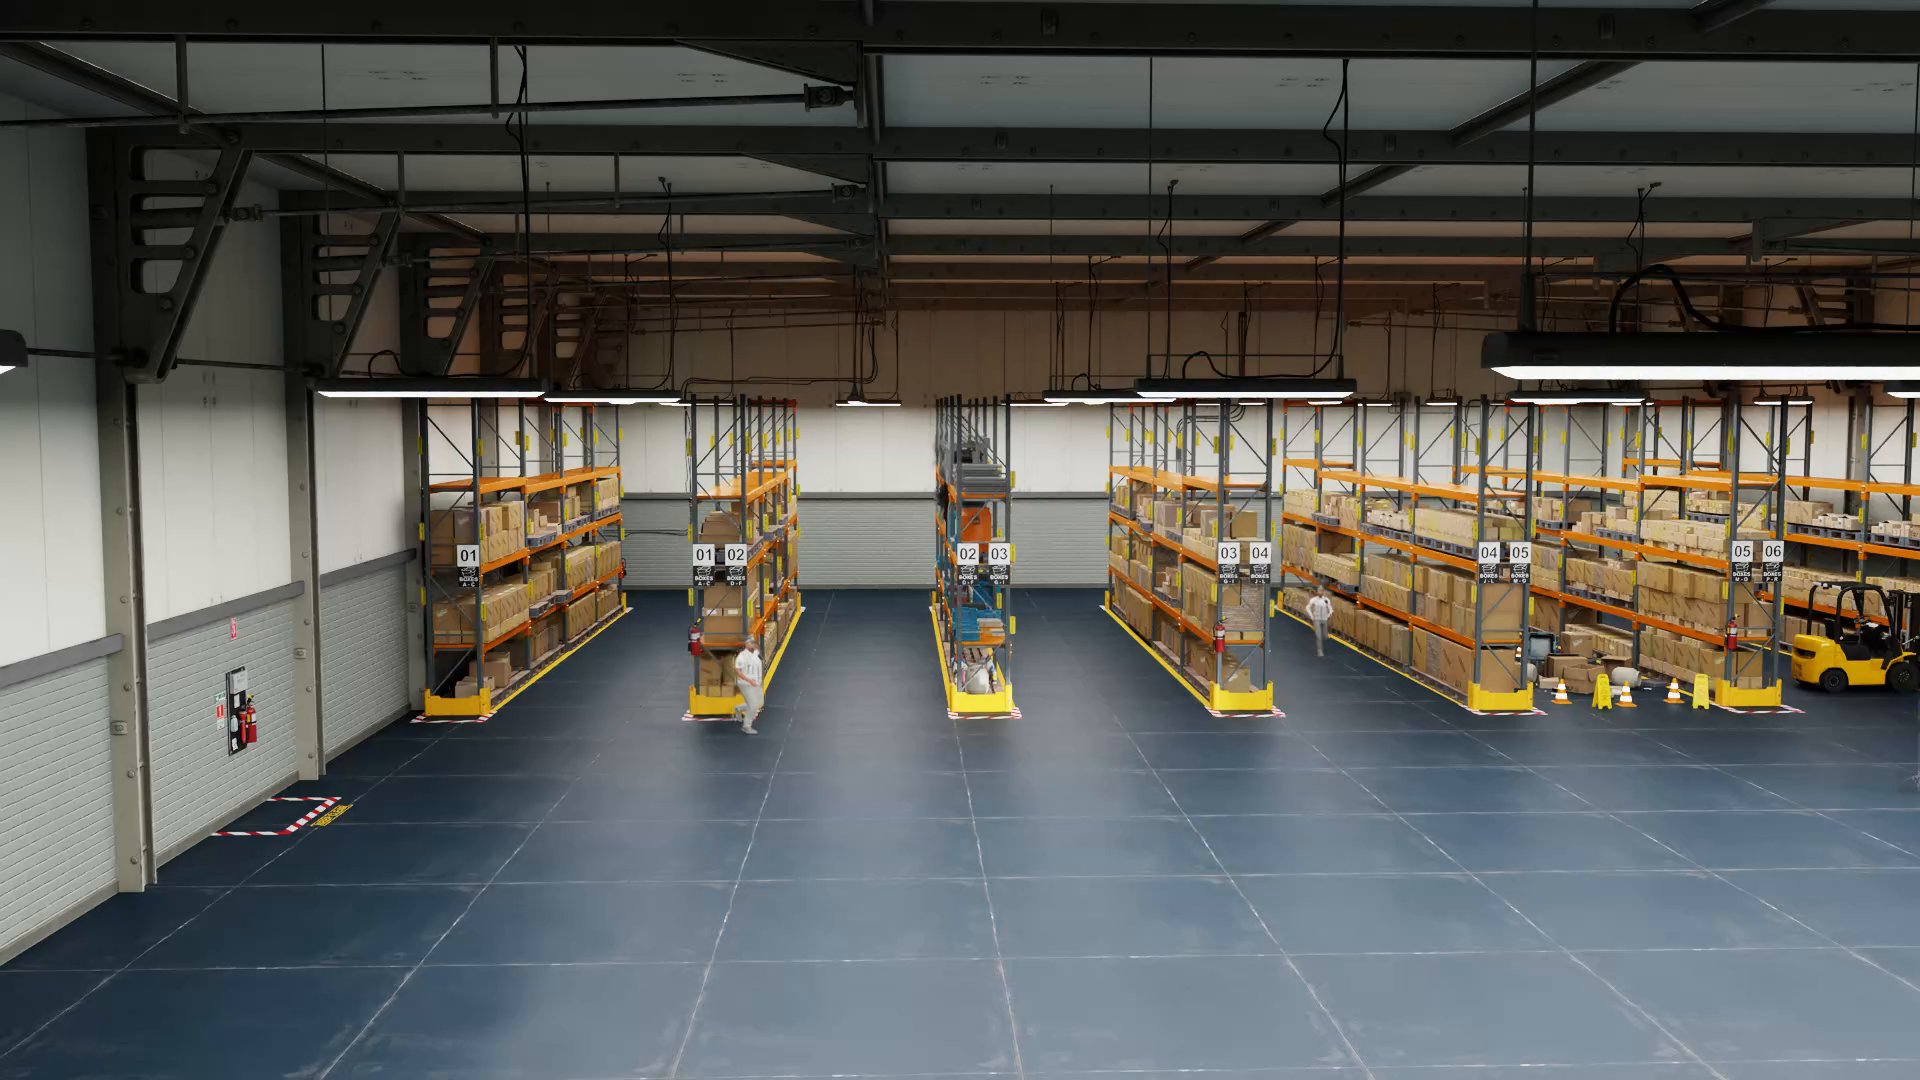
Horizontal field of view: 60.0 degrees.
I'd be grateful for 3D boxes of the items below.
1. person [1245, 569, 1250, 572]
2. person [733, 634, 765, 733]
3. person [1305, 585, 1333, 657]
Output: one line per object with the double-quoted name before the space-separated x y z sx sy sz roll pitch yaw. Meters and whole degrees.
"person" 8.612 1.037 48.810 0.884 1.690 0.751 -2 5 -24
"person" -3.774 2.538 29.552 0.666 1.762 0.688 3 5 29
"person" 8.348 1.857 38.606 0.622 1.654 0.698 0 4 -2
